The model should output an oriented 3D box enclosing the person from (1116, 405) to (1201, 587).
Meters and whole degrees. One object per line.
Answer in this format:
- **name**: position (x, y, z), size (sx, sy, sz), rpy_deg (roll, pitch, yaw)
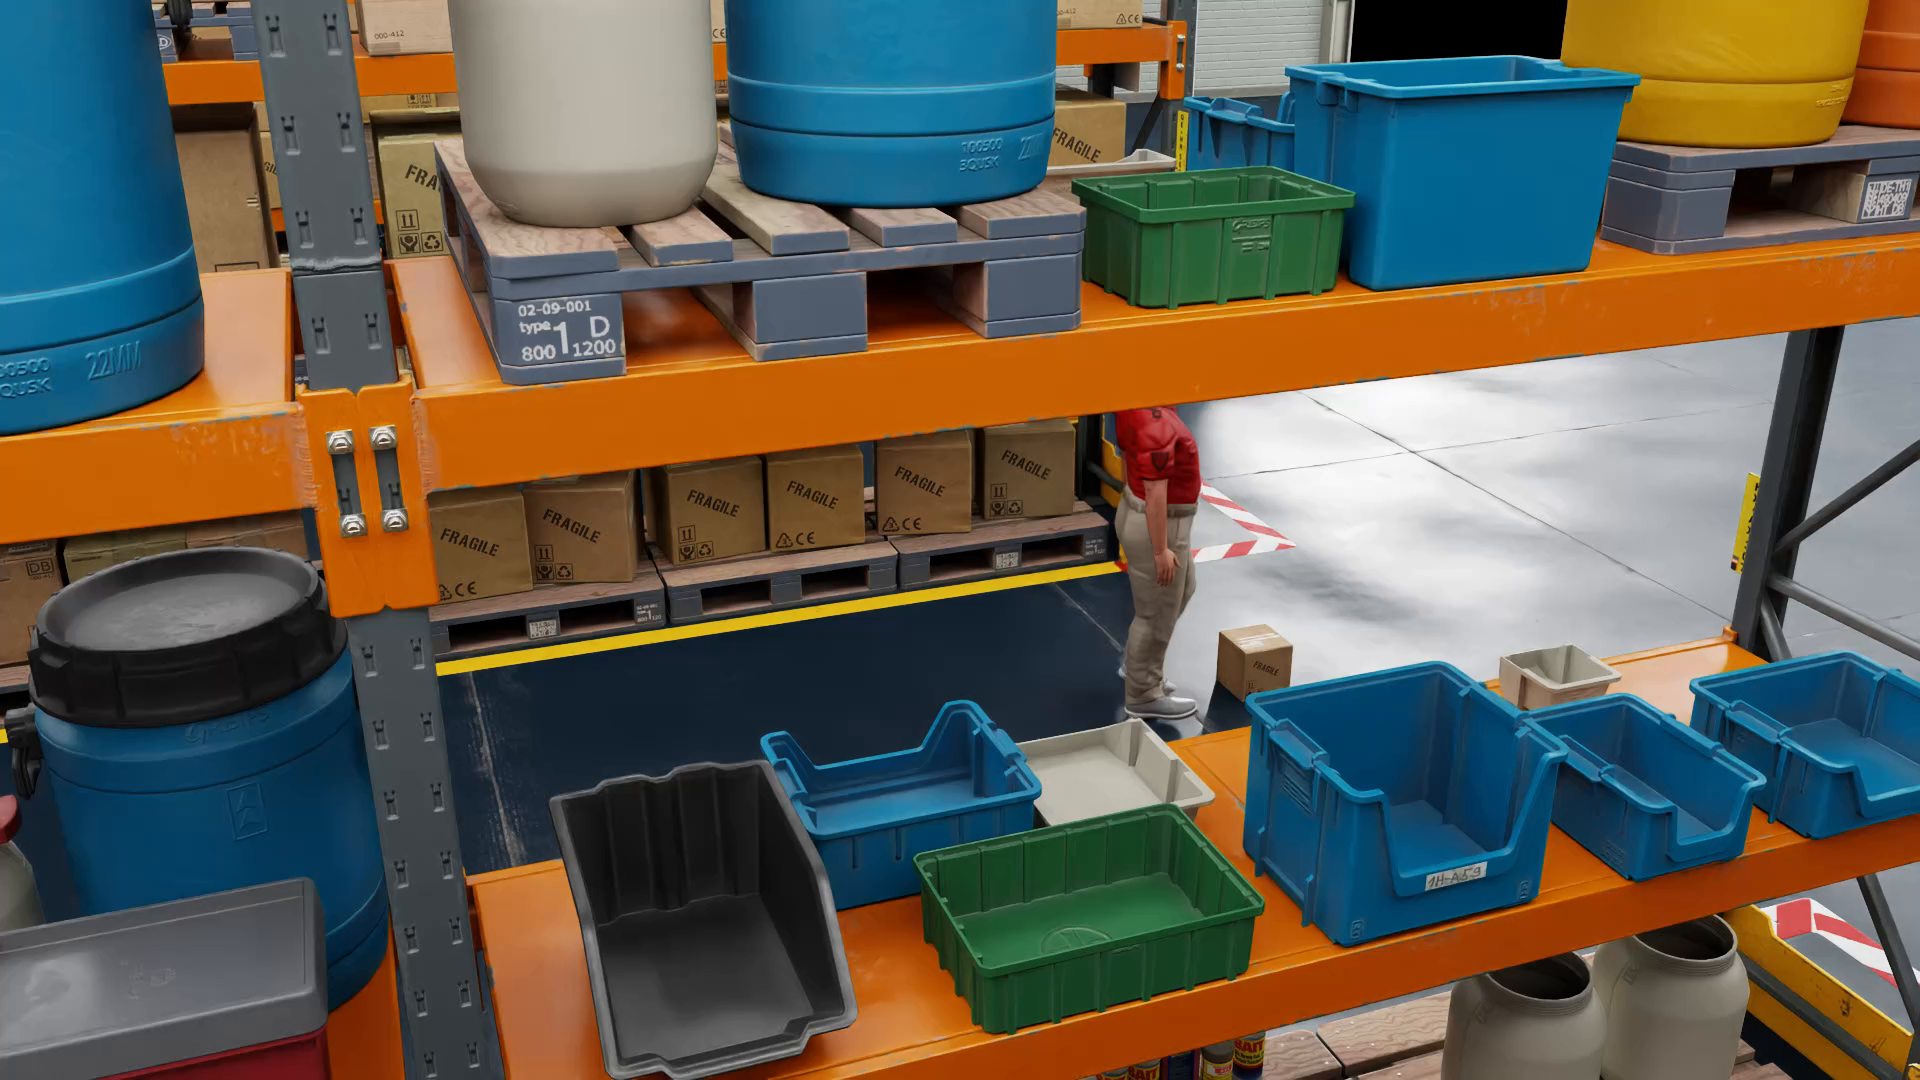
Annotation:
- **person**: position (0.851, -0.366, 7.063), size (0.339, 1.031, 0.567), rpy_deg (-3, 23, -6)
